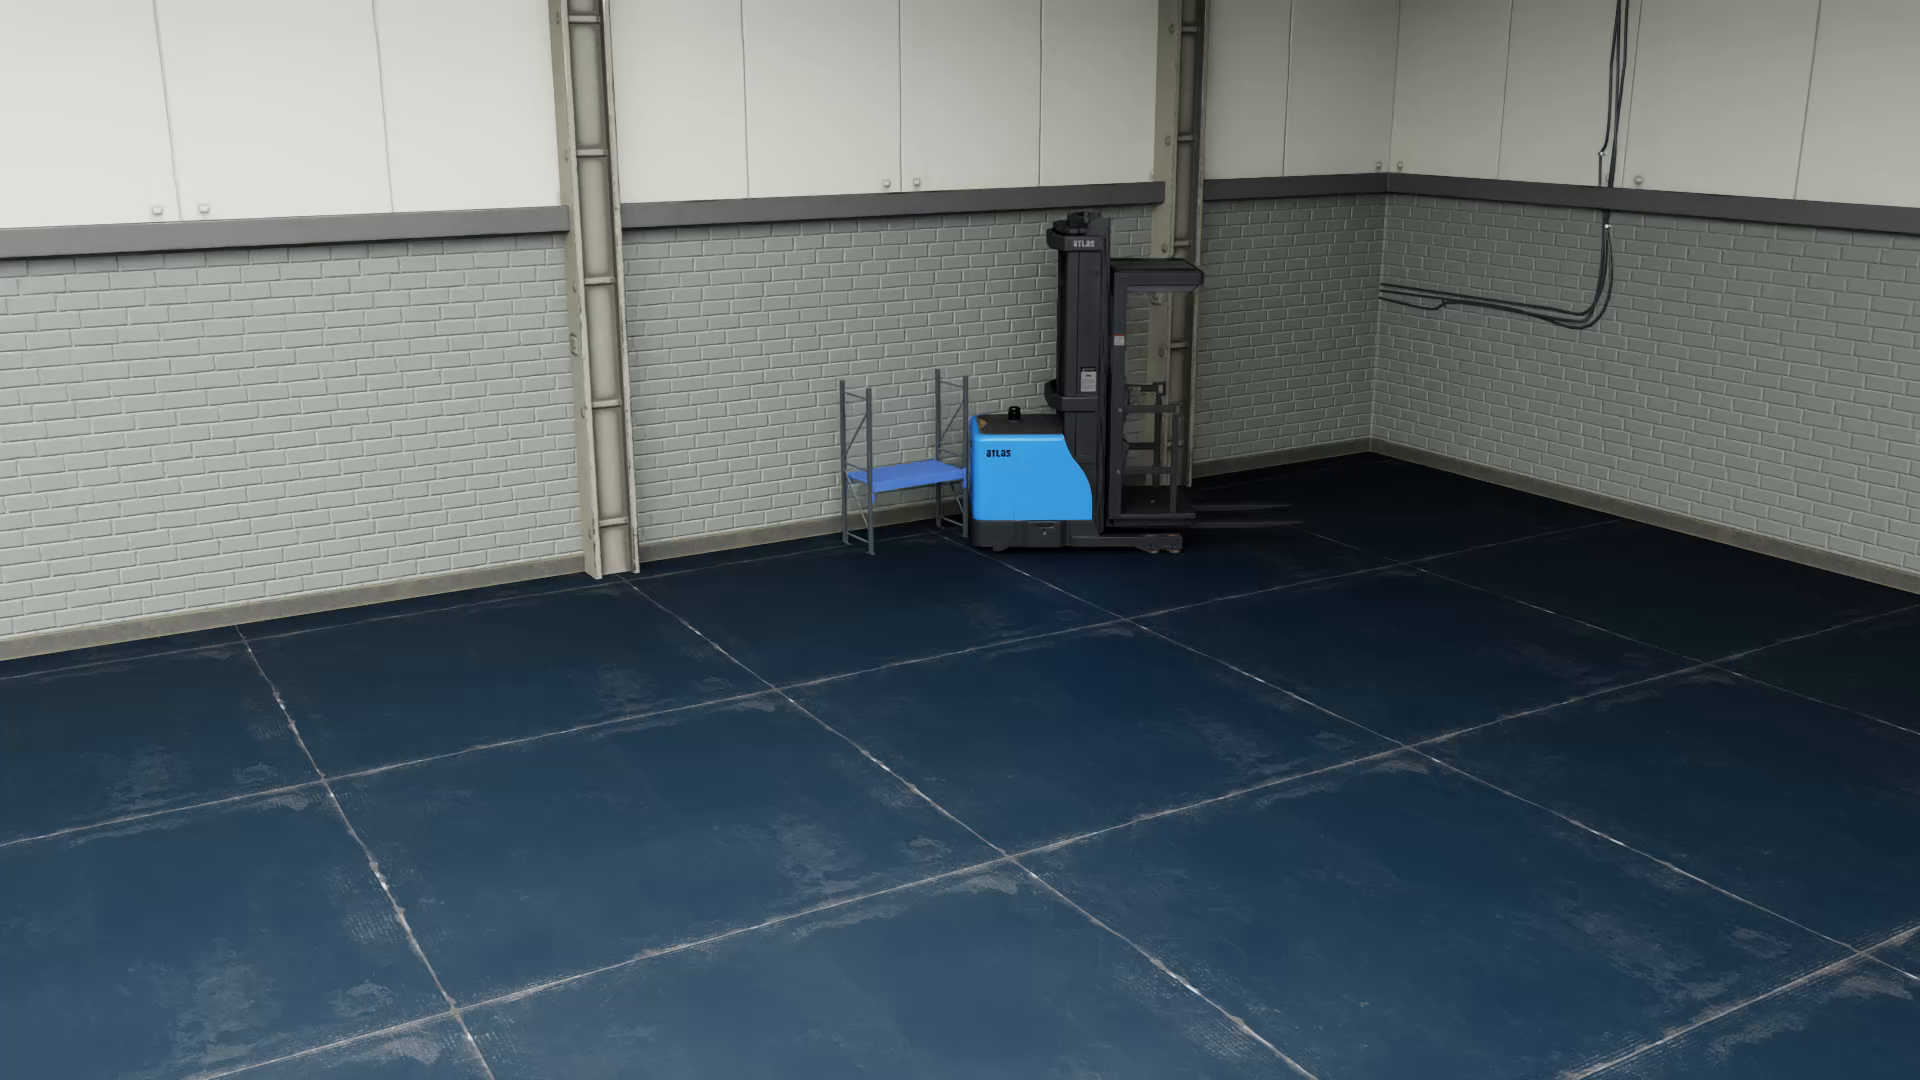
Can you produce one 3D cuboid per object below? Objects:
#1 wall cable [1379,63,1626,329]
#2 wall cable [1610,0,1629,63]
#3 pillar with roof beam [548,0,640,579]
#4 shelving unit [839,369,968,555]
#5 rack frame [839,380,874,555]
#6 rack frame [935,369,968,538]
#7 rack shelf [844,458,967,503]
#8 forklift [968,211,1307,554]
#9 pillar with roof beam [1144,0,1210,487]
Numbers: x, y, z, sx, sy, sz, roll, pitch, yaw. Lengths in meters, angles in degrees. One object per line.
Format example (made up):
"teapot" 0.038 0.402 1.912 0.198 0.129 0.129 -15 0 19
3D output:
"wall cable" 5.362 -3.506 16.838 0.112 2.526 3.097 -9 18 -30
"wall cable" 6.755 -5.312 13.924 0.112 2.526 3.097 -9 18 -30
"pillar with roof beam" -0.771 -3.068 9.521 0.400 9.000 9.100 -9 18 -30
"shelving unit" -0.497 -0.720 15.040 1.048 1.500 0.538 -10 19 -33
"rack frame" -0.918 -0.643 14.766 0.032 1.500 0.500 -10 19 -33
"rack frame" -0.076 -0.797 15.315 0.032 1.500 0.500 -10 19 -33
"rack shelf" -0.497 -0.547 15.089 1.000 0.185 0.538 -10 19 -33
"forklift" 1.605 -1.434 14.935 3.031 2.935 1.130 -1 16 -2
"pillar with roof beam" 4.373 -3.902 12.496 0.400 9.000 9.100 -9 18 -30
